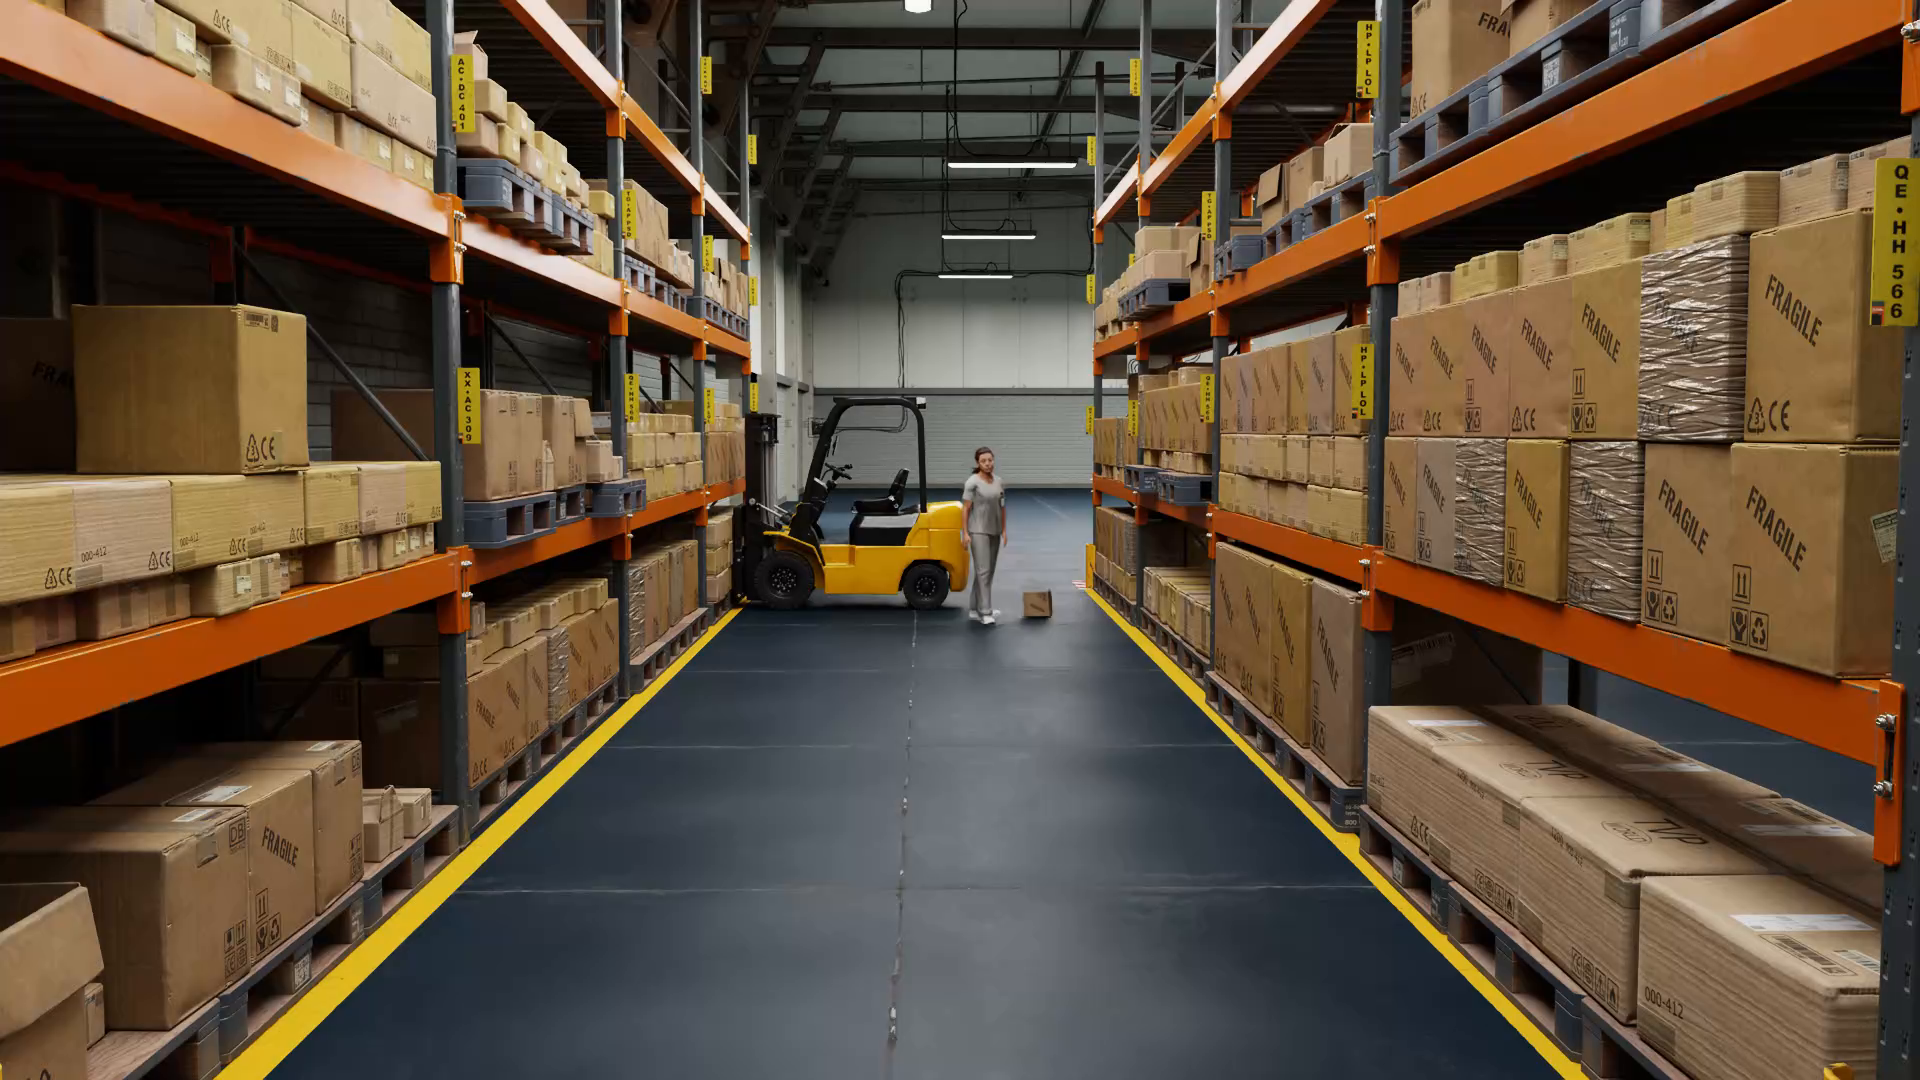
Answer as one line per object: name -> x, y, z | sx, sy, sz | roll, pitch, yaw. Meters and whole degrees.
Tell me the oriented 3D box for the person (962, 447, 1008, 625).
person -> 0.244, -0.049, 15.716 | 0.511, 1.667, 0.619 | -3, 5, -37
